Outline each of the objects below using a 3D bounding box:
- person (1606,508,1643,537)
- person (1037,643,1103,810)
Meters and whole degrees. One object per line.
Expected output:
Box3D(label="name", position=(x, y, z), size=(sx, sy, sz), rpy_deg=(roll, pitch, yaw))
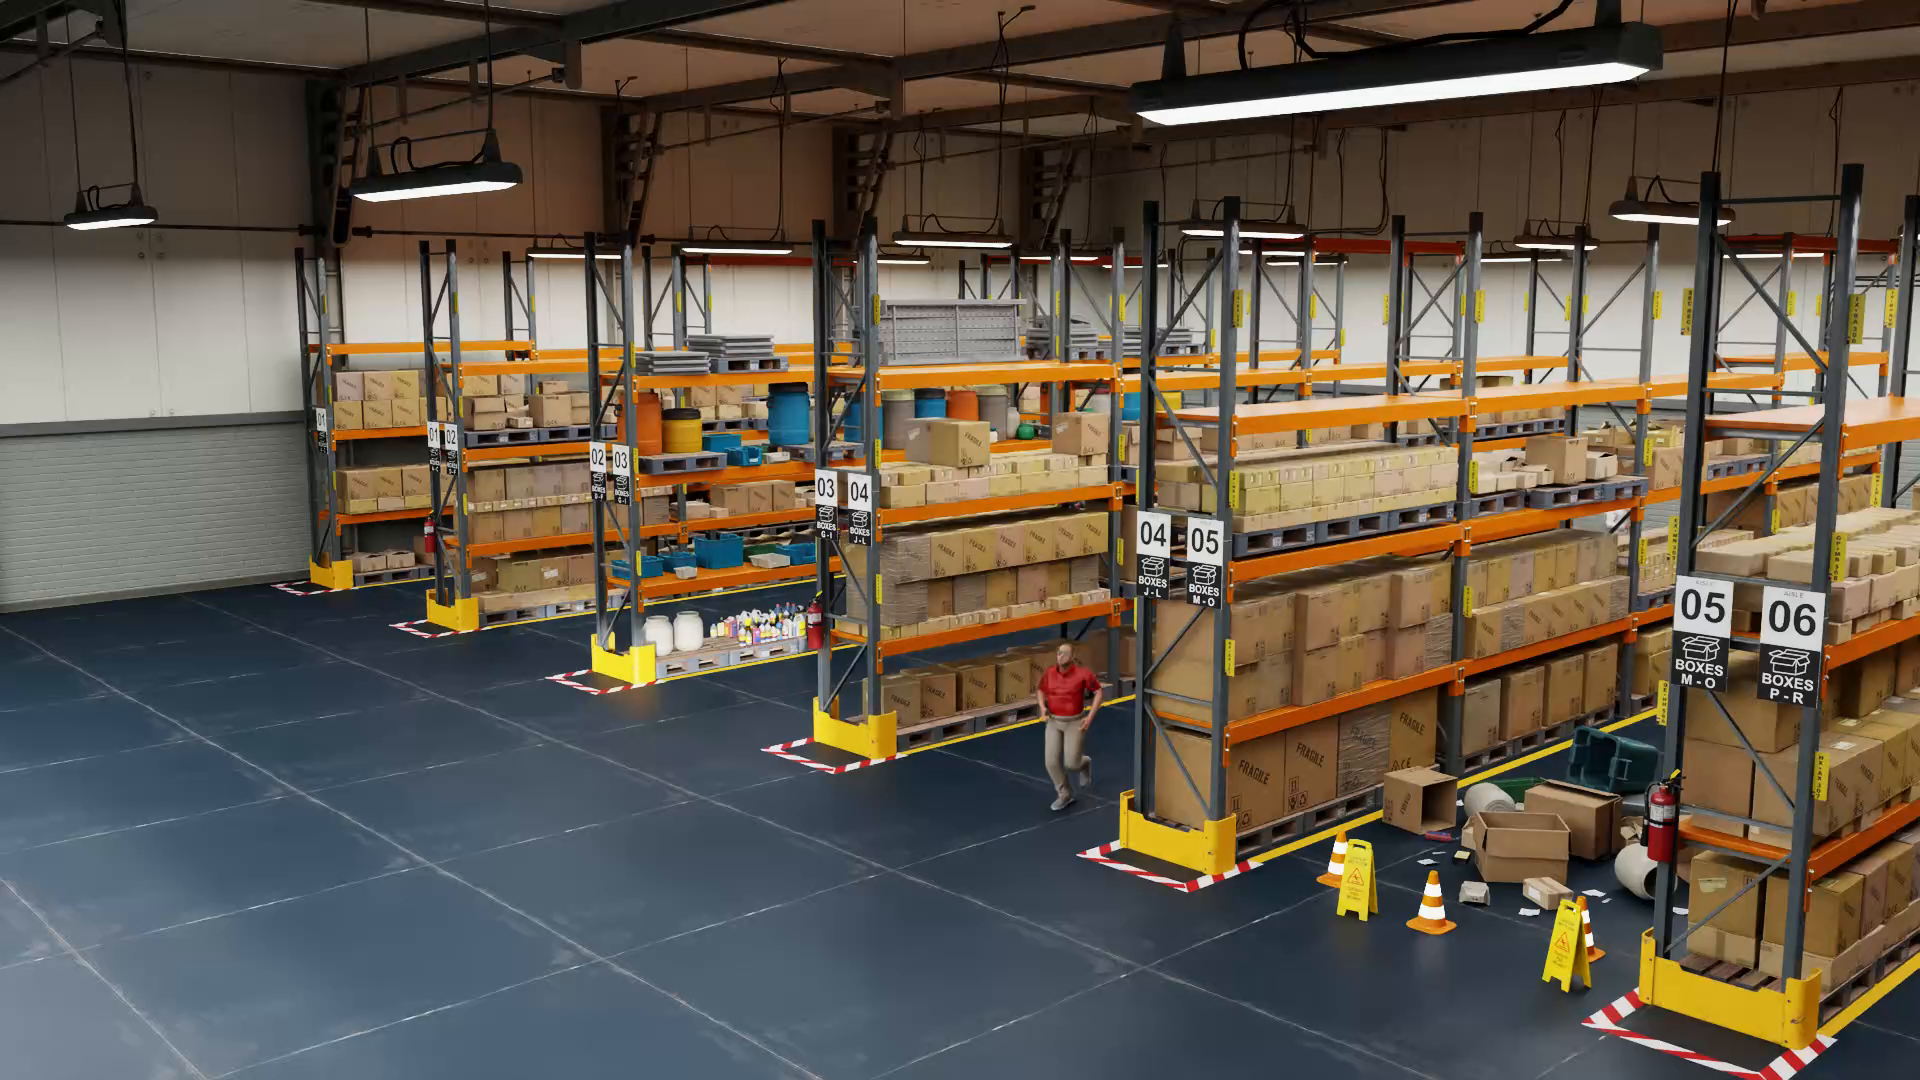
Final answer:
Box3D(label="person", position=(11.678, 0.022, 29.182), size=(0.719, 1.773, 1.011), rpy_deg=(-1, 8, -7))
Box3D(label="person", position=(1.096, 1.878, 16.932), size=(0.700, 1.694, 0.594), rpy_deg=(4, 9, 24))
